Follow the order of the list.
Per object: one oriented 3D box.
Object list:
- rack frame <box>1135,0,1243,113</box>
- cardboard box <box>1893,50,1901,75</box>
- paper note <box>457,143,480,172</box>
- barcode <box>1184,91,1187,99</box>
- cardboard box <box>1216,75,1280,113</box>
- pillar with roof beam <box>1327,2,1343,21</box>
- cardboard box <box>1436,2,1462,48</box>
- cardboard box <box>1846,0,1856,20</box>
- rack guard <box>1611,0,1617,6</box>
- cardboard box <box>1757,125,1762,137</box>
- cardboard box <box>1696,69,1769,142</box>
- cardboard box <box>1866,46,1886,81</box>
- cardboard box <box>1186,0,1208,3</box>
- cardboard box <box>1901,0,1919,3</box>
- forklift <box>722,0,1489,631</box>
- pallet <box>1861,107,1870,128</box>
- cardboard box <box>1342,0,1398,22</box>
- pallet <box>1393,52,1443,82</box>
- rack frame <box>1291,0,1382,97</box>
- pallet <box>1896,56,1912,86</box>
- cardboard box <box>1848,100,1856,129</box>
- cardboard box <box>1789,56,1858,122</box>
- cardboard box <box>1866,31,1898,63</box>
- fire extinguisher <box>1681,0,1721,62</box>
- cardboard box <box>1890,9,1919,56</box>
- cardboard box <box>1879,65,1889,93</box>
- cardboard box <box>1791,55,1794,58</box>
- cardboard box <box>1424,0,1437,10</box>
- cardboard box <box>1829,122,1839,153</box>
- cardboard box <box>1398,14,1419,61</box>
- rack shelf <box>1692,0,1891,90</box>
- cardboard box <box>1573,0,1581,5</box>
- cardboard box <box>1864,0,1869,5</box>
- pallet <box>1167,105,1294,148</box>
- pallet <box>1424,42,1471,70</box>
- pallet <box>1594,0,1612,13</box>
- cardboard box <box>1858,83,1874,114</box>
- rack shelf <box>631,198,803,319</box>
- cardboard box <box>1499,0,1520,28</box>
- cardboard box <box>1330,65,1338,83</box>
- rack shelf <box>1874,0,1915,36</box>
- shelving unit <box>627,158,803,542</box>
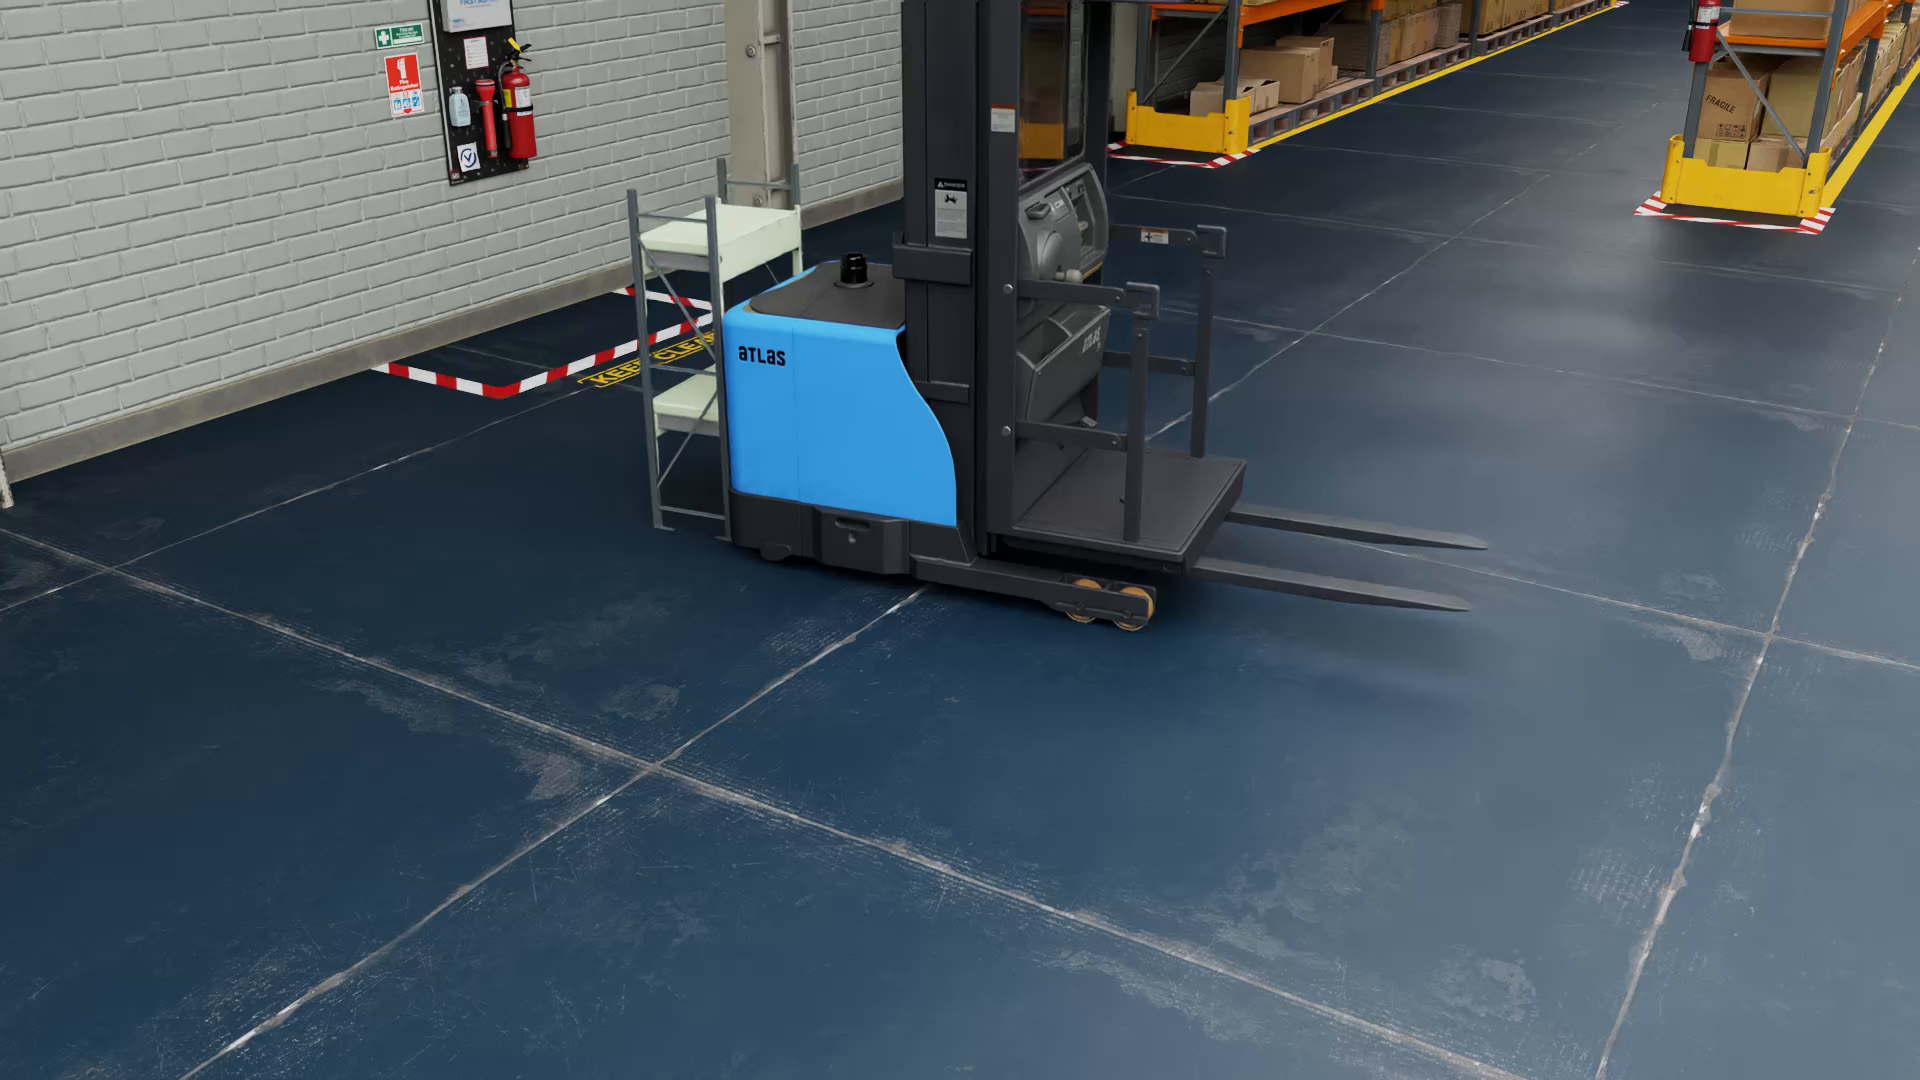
[{"bbox_3d":[2.129,-5.136,15.339,1.000,3.000,0.127,14,27,29],"label":"rack frame"},{"bbox_3d":[10.489,-5.502,19.116,0.500,0.250,0.500,15,27,30],"label":"cardboard box"},{"bbox_3d":[-2.890,-2.253,9.788,0.016,0.148,0.142,14,27,29],"label":"paper note"},{"bbox_3d":[2.240,-4.413,16.488,0.001,0.075,0.075,14,27,29],"label":"barcode"},{"bbox_3d":[2.871,-4.511,16.726,0.500,0.311,0.500,16,28,33],"label":"cardboard box"},{"bbox_3d":[8.585,-9.430,17.706,9.100,9.000,0.400,14,27,29],"label":"pillar with roof beam"},{"bbox_3d":[6.013,-6.637,21.399,0.700,0.500,0.500,14,27,30],"label":"cardboard box"},{"bbox_3d":[7.410,-4.823,14.490,0.700,0.500,0.500,15,27,31],"label":"cardboard box"},{"bbox_3d":[10.581,-9.397,28.329,1.175,0.500,0.348,14,27,29],"label":"rack guard"},{"bbox_3d":[6.624,-3.445,14.364,0.500,0.250,0.500,14,27,29],"label":"cardboard box"},{"bbox_3d":[6.369,-3.618,13.820,0.500,0.500,0.500,14,27,29],"label":"cardboard box"},{"bbox_3d":[9.147,-4.893,17.003,0.500,0.311,0.500,14,27,28],"label":"cardboard box"},{"bbox_3d":[2.211,-5.275,15.823,0.500,0.250,0.500,14,27,30],"label":"cardboard box"},{"bbox_3d":[12.384,-6.813,21.804,0.500,0.500,0.500,14,27,29],"label":"cardboard box"},{"bbox_3d":[0.593,-1.233,6.409,3.031,2.935,1.130,9,25,20],"label":"forklift"},{"bbox_3d":[8.805,-4.427,17.210,1.003,0.211,1.213,14,27,29],"label":"pallet"},{"bbox_3d":[4.842,-6.287,19.645,0.500,0.250,0.500,13,27,28],"label":"cardboard box"},{"bbox_3d":[5.291,-5.883,20.574,1.003,0.211,1.213,14,27,29],"label":"pallet"},{"bbox_3d":[4.239,-6.486,18.458,1.000,3.000,0.127,14,27,29],"label":"rack frame"},{"bbox_3d":[10.985,-5.764,20.299,1.003,0.211,1.213,14,27,29],"label":"pallet"},{"bbox_3d":[8.118,-4.011,15.673,0.500,0.250,0.500,14,27,29],"label":"cardboard box"},{"bbox_3d":[7.604,-4.015,14.736,0.500,0.500,0.500,14,27,29],"label":"cardboard box"},{"bbox_3d":[9.955,-5.413,18.204,0.500,0.311,0.500,14,27,29],"label":"cardboard box"},{"bbox_3d":[5.882,-4.121,13.092,0.296,0.674,0.183,14,27,29],"label":"fire extinguisher"},{"bbox_3d":[11.582,-6.294,20.606,0.500,0.500,0.500,13,27,28],"label":"cardboard box"},{"bbox_3d":[9.683,-4.984,17.919,0.500,0.250,0.500,14,27,30],"label":"cardboard box"},{"bbox_3d":[7.411,-4.296,15.387,0.500,0.500,0.500,14,27,29],"label":"cardboard box"},{"bbox_3d":[5.659,-6.802,20.836,0.500,0.250,0.500,14,27,30],"label":"cardboard box"},{"bbox_3d":[7.336,-3.503,14.498,0.500,0.250,0.500,14,27,29],"label":"cardboard box"},{"bbox_3d":[5.146,-6.142,20.254,0.700,0.500,0.500,14,27,30],"label":"cardboard box"},{"bbox_3d":[7.394,-4.444,14.646,1.077,0.370,4.000,14,27,29],"label":"rack shelf"},{"bbox_3d":[9.481,-8.805,26.430,0.700,0.500,0.500,15,27,30],"label":"cardboard box"},{"bbox_3d":[8.220,-5.344,15.694,0.700,0.500,0.500,13,27,28],"label":"cardboard box"},{"bbox_3d":[2.627,-4.149,16.569,1.003,0.211,1.213,14,27,29],"label":"pallet"},{"bbox_3d":[5.935,-6.293,21.522,1.003,0.211,1.213,14,27,29],"label":"pallet"},{"bbox_3d":[10.213,-8.971,27.706,1.003,0.211,1.213,14,27,29],"label":"pallet"},{"bbox_3d":[8.872,-4.465,16.720,0.500,0.250,0.500,13,27,28],"label":"cardboard box"},{"bbox_3d":[-1.031,-1.206,7.166,0.431,0.370,0.720,9,25,20],"label":"rack shelf"},{"bbox_3d":[7.315,-7.558,23.109,0.750,0.750,0.750,14,27,29],"label":"cardboard box"},{"bbox_3d":[3.982,-5.201,18.501,0.380,0.166,0.250,10,25,22],"label":"cardboard box"},{"bbox_3d":[9.504,-5.794,17.765,1.077,0.370,4.000,14,27,29],"label":"rack shelf"},{"bbox_3d":[-1.031,-0.848,7.320,0.431,1.500,0.755,9,25,20],"label":"shelving unit"}]
